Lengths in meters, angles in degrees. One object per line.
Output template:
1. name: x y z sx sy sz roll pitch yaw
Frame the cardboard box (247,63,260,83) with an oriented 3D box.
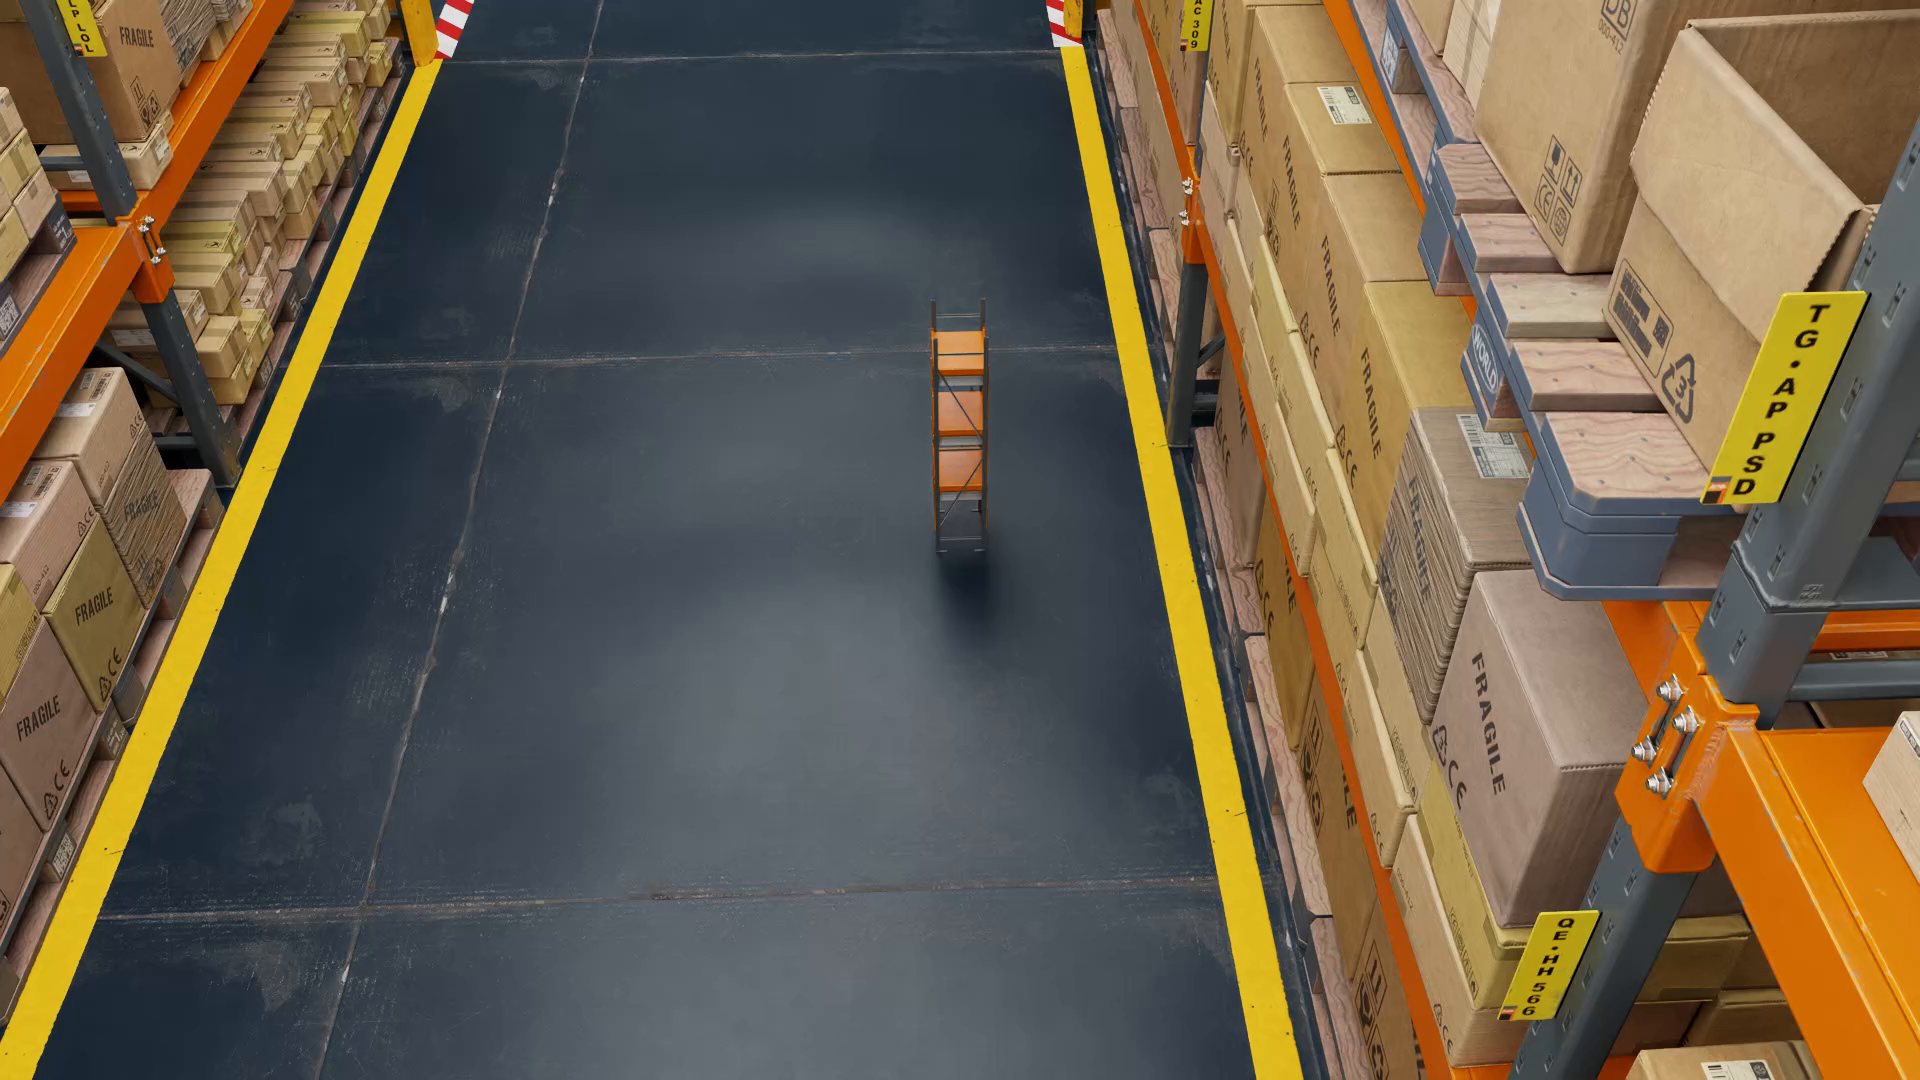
1. cardboard box: -3.895 -2.547 8.888 0.380 0.149 0.250 -1 43 -1

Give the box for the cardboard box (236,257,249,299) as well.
1. cardboard box: -3.387 -1.143 7.356 0.380 0.149 0.250 -2 43 -2

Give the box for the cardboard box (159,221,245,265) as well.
1. cardboard box: -3.365 -1.262 7.266 0.380 0.149 0.250 -2 43 -2

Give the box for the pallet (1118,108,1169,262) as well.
1. pallet: 1.387 -1.867 8.631 1.003 0.211 1.213 -2 43 -2

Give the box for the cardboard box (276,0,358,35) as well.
1. cardboard box: -3.486 -2.846 8.994 0.380 0.149 0.250 -1 43 -1

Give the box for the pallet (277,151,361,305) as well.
1. pallet: -3.664 -1.594 8.332 1.003 0.211 1.213 -2 43 -2

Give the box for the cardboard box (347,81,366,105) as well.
1. cardboard box: -3.447 -2.447 8.999 0.380 0.149 0.250 -2 43 -2

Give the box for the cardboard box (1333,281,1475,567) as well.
1. cardboard box: 1.238 -0.282 4.024 0.500 0.500 0.500 -2 43 -2

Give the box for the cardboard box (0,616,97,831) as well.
1. cardboard box: -3.223 0.608 5.406 0.500 0.500 0.500 -3 43 -3

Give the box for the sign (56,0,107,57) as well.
1. sign: -2.991 -1.789 5.625 0.100 0.325 0.005 -2 43 -2

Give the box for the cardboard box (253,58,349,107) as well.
1. cardboard box: -3.333 -2.318 8.418 0.380 0.149 0.250 0 43 0

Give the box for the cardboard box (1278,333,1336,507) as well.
1. cardboard box: 1.202 -0.344 4.646 0.500 0.250 0.500 -3 43 -3

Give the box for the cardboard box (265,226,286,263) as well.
1. cardboard box: -3.420 -1.399 7.855 0.380 0.149 0.250 -3 43 -4

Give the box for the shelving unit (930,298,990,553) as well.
1. shelving unit: -0.002 -0.423 6.435 0.215 1.050 0.252 -2 43 -2

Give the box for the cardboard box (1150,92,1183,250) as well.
1. cardboard box: 1.438 -1.795 8.074 0.875 0.438 0.875 -3 43 -3

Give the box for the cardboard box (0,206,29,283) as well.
1. cardboard box: -3.319 -0.968 5.461 0.380 0.149 0.250 -1 43 -2

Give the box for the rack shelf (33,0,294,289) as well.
1. rack shelf: -3.630 -2.429 7.712 1.077 0.370 4.000 -2 43 -2

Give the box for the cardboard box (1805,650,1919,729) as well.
1. cardboard box: 1.790 0.401 3.279 0.500 0.500 0.500 -3 43 -3

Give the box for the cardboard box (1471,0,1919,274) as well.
1. cardboard box: 1.334 -0.814 2.813 0.700 0.500 0.500 -4 43 -4

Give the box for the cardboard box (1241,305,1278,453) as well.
1. cardboard box: 1.181 -0.498 5.185 0.500 0.250 0.500 -2 43 -2

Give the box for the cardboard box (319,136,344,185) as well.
1. cardboard box: -3.358 -1.925 8.429 0.380 0.149 0.250 -1 43 -1

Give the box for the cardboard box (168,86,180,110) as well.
1. cardboard box: -3.379 -1.802 6.682 0.380 0.149 0.250 -3 43 -4

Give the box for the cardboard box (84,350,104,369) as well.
1. cardboard box: -3.902 -0.702 7.096 0.380 0.149 0.250 -1 43 -1

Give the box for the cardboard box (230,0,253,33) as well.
1. cardboard box: -3.335 -2.339 7.268 0.380 0.149 0.250 0 43 0

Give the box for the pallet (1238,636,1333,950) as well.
1. pallet: 1.559 0.818 5.701 1.003 0.211 1.213 -2 43 -2

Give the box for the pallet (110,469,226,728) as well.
1. pallet: -3.510 0.210 6.365 1.003 0.211 1.213 -2 43 -2

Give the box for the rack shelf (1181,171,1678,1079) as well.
1. rack shelf: 1.481 0.061 4.995 1.077 0.370 4.000 -2 43 -2

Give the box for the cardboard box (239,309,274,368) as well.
1. cardboard box: -3.251 -0.882 7.292 0.380 0.149 0.250 0 43 -1

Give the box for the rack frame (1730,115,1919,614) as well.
1. rack frame: 1.566 -1.065 1.252 1.000 3.000 0.127 -2 43 -2

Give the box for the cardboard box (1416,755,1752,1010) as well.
1. cardboard box: 1.292 0.698 3.510 0.500 0.250 0.500 -2 43 -2

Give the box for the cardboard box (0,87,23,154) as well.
1. cardboard box: -3.333 -1.360 5.448 0.380 0.149 0.250 0 43 0

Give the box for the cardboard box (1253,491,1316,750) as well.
1. cardboard box: 1.549 0.100 5.682 0.875 0.875 0.875 -1 43 -1

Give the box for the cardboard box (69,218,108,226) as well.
1. cardboard box: -3.821 -1.416 7.434 0.380 0.149 0.250 0 43 0

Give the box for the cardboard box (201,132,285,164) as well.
1. cardboard box: -3.422 -1.793 7.845 0.380 0.149 0.250 -3 43 -4

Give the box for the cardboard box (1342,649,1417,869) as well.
1. cardboard box: 1.248 0.523 4.070 0.500 0.250 0.500 -1 43 -1

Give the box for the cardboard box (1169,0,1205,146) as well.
1. cardboard box: 1.121 -1.897 6.525 0.500 0.500 0.500 -1 43 -1

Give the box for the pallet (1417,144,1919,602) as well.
1. pallet: 1.486 -0.323 2.802 1.213 0.211 1.003 0 43 0

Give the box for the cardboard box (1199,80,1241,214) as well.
1. cardboard box: 1.133 -1.378 5.774 0.500 0.250 0.500 -3 43 -3

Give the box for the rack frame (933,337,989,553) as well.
1. rack frame: 0.003 -0.341 6.345 0.200 1.050 0.008 -2 43 -2

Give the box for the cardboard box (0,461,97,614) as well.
1. cardboard box: -3.252 -0.010 5.526 0.500 0.250 0.500 0 43 0

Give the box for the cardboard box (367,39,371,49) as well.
1. cardboard box: -3.450 -2.731 9.089 0.380 0.149 0.250 -3 43 -3

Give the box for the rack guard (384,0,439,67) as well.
1. rack guard: -3.712 -3.071 9.731 1.175 0.500 0.348 -2 43 -2

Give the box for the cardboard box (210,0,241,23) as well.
1. cardboard box: -3.328 -2.507 6.971 0.500 0.500 0.500 -2 43 -3

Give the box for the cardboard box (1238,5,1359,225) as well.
1. cardboard box: 1.177 -1.311 5.147 0.500 0.500 0.500 -2 43 -2

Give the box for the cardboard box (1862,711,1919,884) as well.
1. cardboard box: 1.410 0.351 2.113 0.380 0.149 0.250 -2 43 -2

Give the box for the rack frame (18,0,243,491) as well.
1. rack frame: -3.545 -1.344 5.996 1.000 3.000 0.127 -2 43 -2

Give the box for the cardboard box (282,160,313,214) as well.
1. cardboard box: -3.332 -1.684 7.946 0.380 0.149 0.250 -2 43 -2

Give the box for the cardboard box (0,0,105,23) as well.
1. cardboard box: -3.321 -2.170 5.864 0.500 0.500 0.500 -1 43 -1

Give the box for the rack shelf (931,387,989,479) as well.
1. rack shelf: -0.002 -0.415 6.442 0.215 0.259 0.240 -2 43 -2

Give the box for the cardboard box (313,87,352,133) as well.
1. cardboard box: -3.349 -2.209 8.519 0.380 0.149 0.250 -1 43 -1
